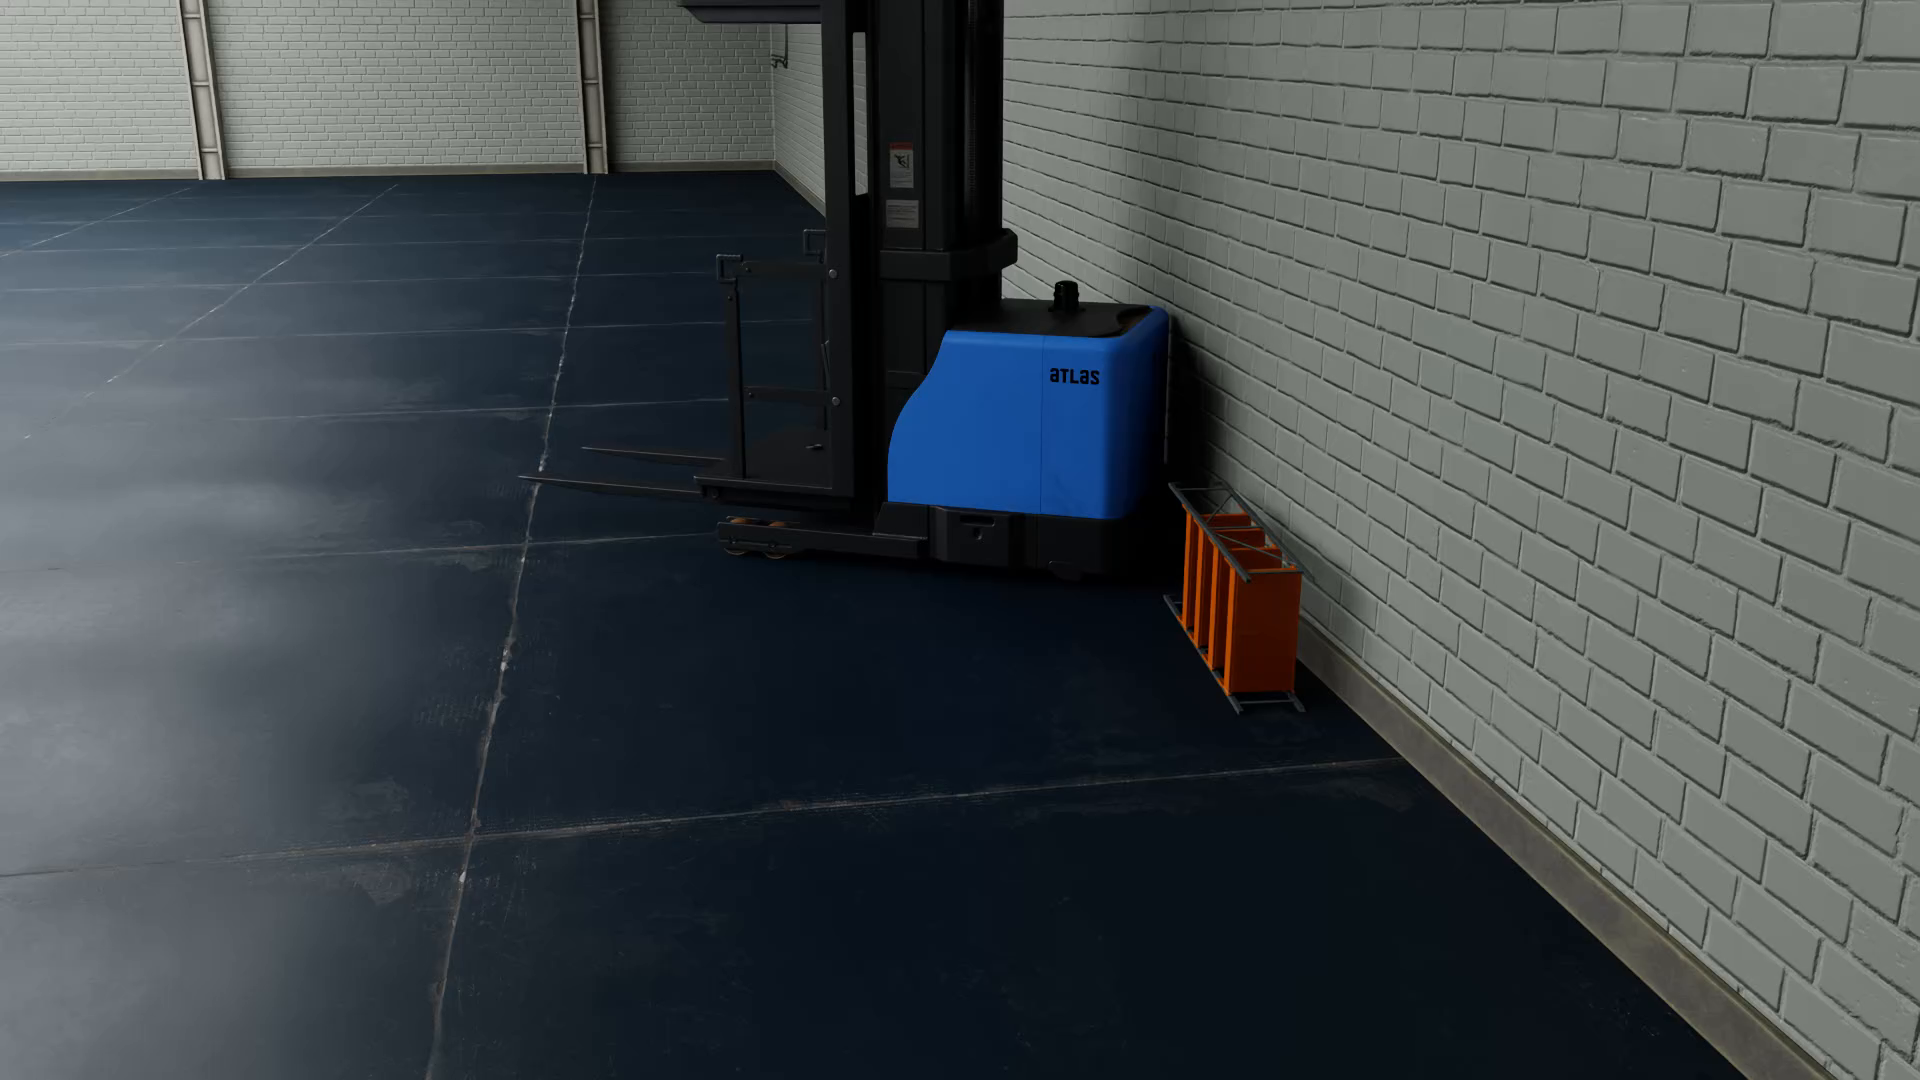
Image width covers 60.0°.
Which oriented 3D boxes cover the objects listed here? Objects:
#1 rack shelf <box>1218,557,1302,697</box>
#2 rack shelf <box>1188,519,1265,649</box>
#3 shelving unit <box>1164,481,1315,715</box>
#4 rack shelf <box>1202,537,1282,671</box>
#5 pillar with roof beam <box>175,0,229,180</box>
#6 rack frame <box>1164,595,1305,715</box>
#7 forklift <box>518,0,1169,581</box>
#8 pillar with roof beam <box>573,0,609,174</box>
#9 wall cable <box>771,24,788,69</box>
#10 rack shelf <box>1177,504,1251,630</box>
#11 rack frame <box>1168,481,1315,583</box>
[{"bbox_3d":[1.072,0.306,5.947,0.258,0.480,0.148,-2,18,-6],"label":"rack shelf"},{"bbox_3d":[1.025,0.165,6.382,0.258,0.480,0.148,-2,18,-6],"label":"rack shelf"},{"bbox_3d":[1.032,0.185,6.318,0.258,0.503,1.200,-2,18,-6],"label":"shelving unit"},{"bbox_3d":[1.048,0.233,6.170,0.258,0.480,0.148,-2,18,-6],"label":"rack shelf"},{"bbox_3d":[-11.144,-8.854,21.312,0.400,9.000,9.100,-3,17,-10],"label":"pillar with roof beam"},{"bbox_3d":[1.032,0.417,6.394,0.240,0.015,1.200,-2,18,-6],"label":"rack frame"},{"bbox_3d":[-0.597,-1.456,7.559,3.031,2.935,1.130,5,18,17],"label":"forklift"},{"bbox_3d":[-5.253,-9.188,22.400,0.400,9.000,9.100,-3,17,-10],"label":"pillar with roof beam"},{"bbox_3d":[-2.926,-8.728,26.189,0.112,2.526,3.097,-3,17,-10],"label":"wall cable"},{"bbox_3d":[1.005,0.104,6.570,0.258,0.480,0.148,-2,18,-6],"label":"rack shelf"},{"bbox_3d":[1.032,-0.047,6.243,0.240,0.015,1.200,-2,18,-6],"label":"rack frame"}]
